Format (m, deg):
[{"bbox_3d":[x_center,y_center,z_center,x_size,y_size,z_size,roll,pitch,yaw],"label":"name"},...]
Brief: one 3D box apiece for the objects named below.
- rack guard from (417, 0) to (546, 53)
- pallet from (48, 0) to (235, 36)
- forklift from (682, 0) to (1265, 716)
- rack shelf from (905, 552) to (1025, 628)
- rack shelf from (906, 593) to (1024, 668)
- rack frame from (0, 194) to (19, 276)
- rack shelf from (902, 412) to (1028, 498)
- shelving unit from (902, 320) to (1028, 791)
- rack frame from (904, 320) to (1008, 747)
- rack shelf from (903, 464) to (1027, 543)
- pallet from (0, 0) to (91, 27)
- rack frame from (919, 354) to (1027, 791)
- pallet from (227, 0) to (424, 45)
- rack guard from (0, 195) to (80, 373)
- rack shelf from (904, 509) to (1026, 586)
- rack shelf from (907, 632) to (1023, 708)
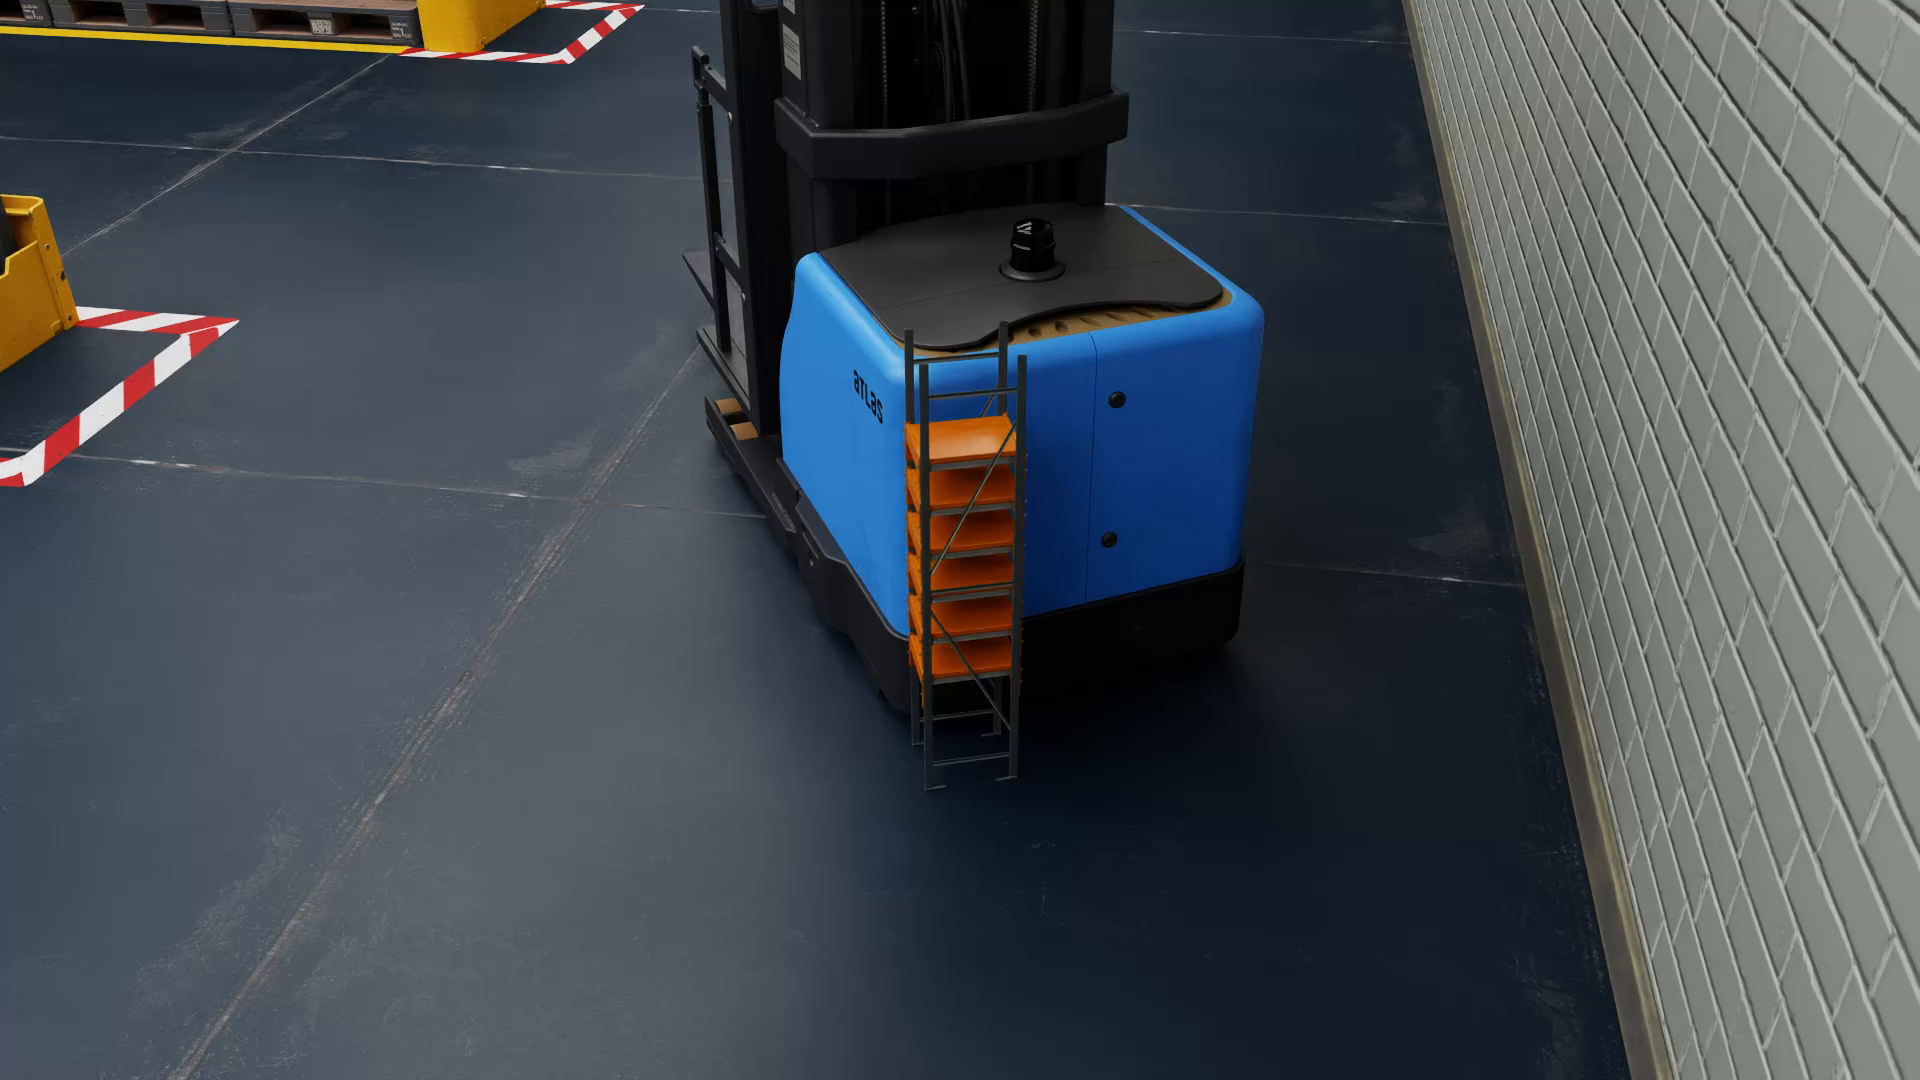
[{"bbox_3d":[-2.941,-3.414,10.233,0.348,0.500,1.175,5,32,8],"label":"rack guard"},{"bbox_3d":[-4.973,-3.491,10.628,1.213,0.211,1.003,5,32,8],"label":"pallet"},{"bbox_3d":[-0.234,-1.548,4.961,1.130,2.935,3.031,-12,34,-19],"label":"forklift"},{"bbox_3d":[0.010,0.106,4.033,0.258,0.103,0.180,-6,33,-10],"label":"rack shelf"},{"bbox_3d":[0.010,0.208,4.097,0.258,0.103,0.180,-6,33,-10],"label":"rack shelf"},{"bbox_3d":[-3.800,-1.879,5.424,0.127,3.000,1.000,5,32,8],"label":"rack frame"},{"bbox_3d":[0.010,-0.199,3.842,0.258,0.103,0.180,-6,33,-10],"label":"rack shelf"},{"bbox_3d":[0.010,0.069,4.009,0.258,1.200,0.189,-6,33,-10],"label":"shelving unit"},{"bbox_3d":[-0.008,0.021,4.085,0.240,1.200,0.006,-6,33,-10],"label":"rack frame"},{"bbox_3d":[0.010,-0.097,3.906,0.258,0.103,0.180,-6,33,-10],"label":"rack shelf"},{"bbox_3d":[-6.179,-3.599,10.800,1.213,0.211,1.003,5,32,8],"label":"pallet"},{"bbox_3d":[0.029,0.116,3.933,0.240,1.200,0.006,-6,33,-10],"label":"rack frame"},{"bbox_3d":[-3.774,-3.381,10.452,1.213,0.211,1.003,5,32,8],"label":"pallet"},{"bbox_3d":[-3.777,-0.817,6.084,0.348,0.500,1.175,5,32,8],"label":"rack guard"},{"bbox_3d":[0.010,0.005,3.969,0.258,0.103,0.180,-6,33,-10],"label":"rack shelf"},{"bbox_3d":[0.010,0.310,4.160,0.258,0.103,0.180,-6,33,-10],"label":"rack shelf"}]
